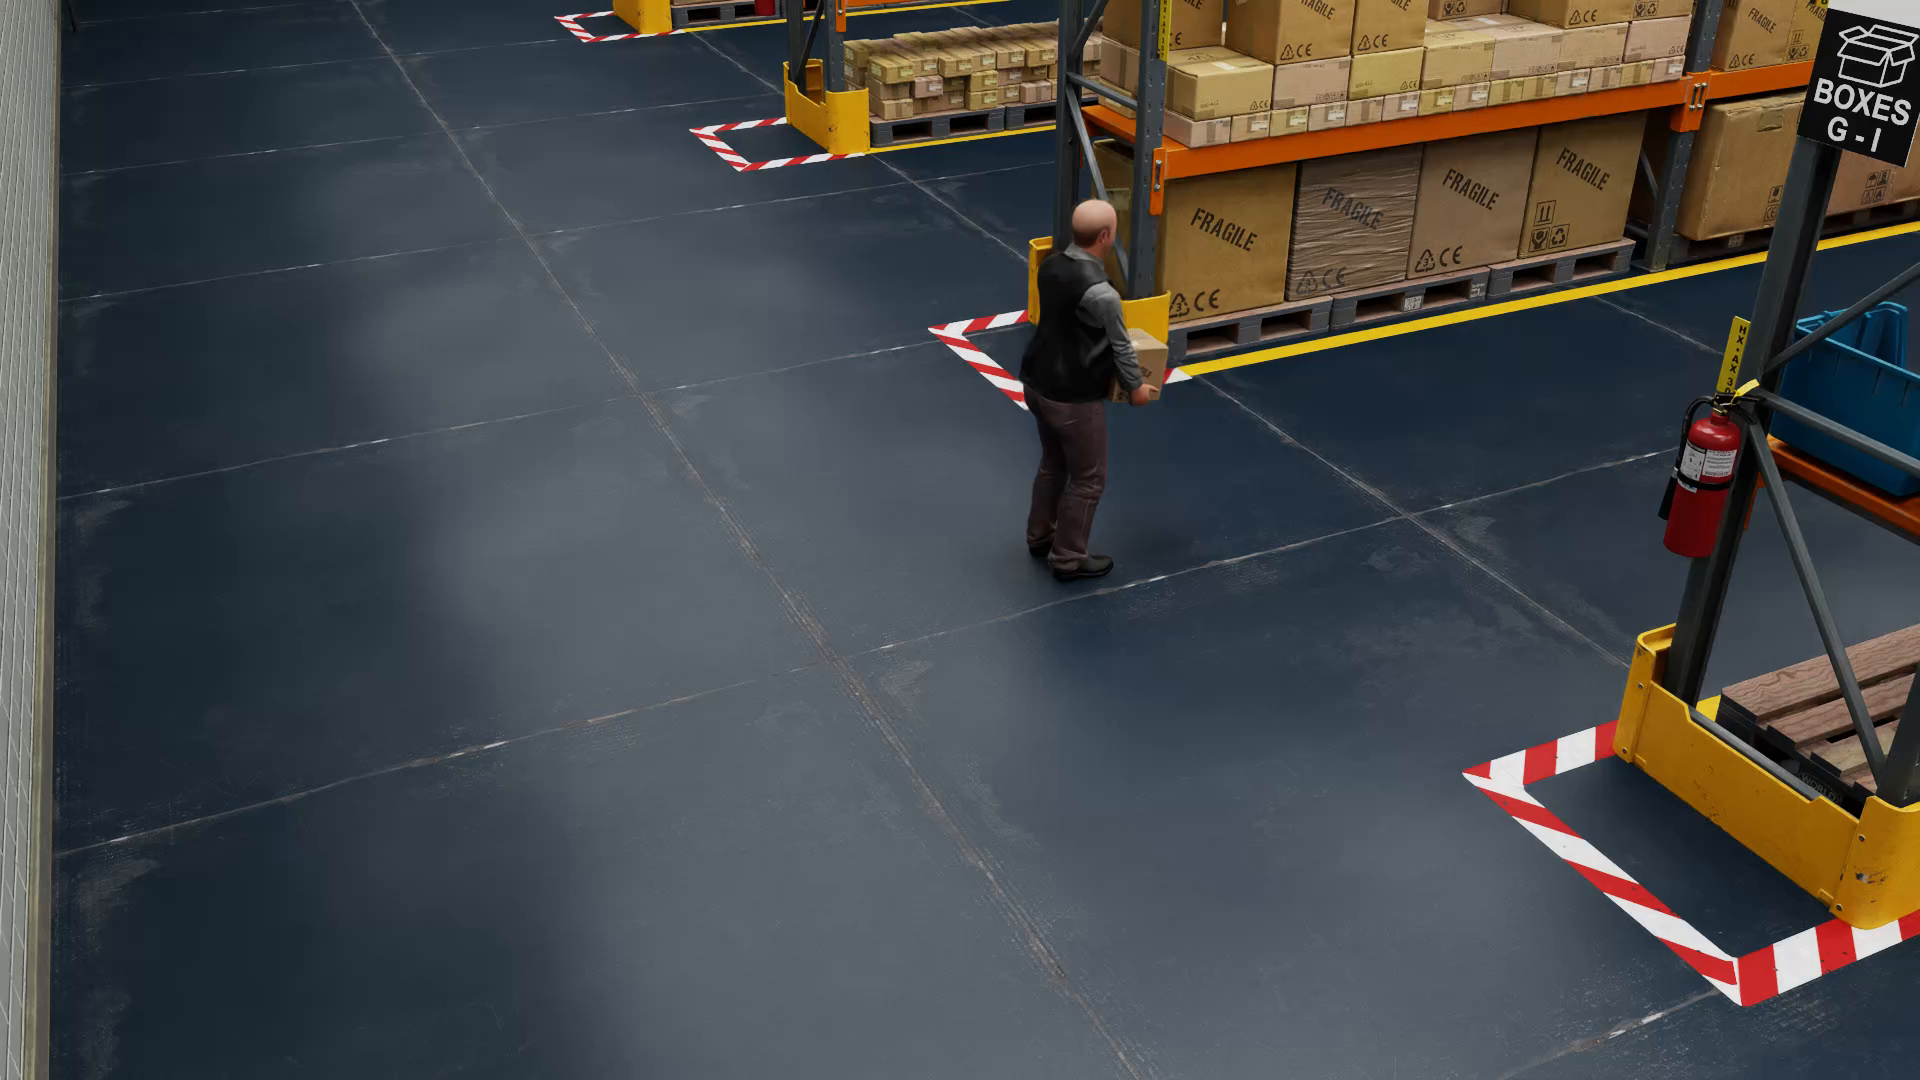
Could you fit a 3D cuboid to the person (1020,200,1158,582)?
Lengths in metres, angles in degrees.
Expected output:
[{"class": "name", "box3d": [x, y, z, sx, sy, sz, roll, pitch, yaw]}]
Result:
[{"class": "person", "box3d": [0.554, -0.675, 7.364, 0.560, 1.721, 0.495, -13, 32, -22]}]
